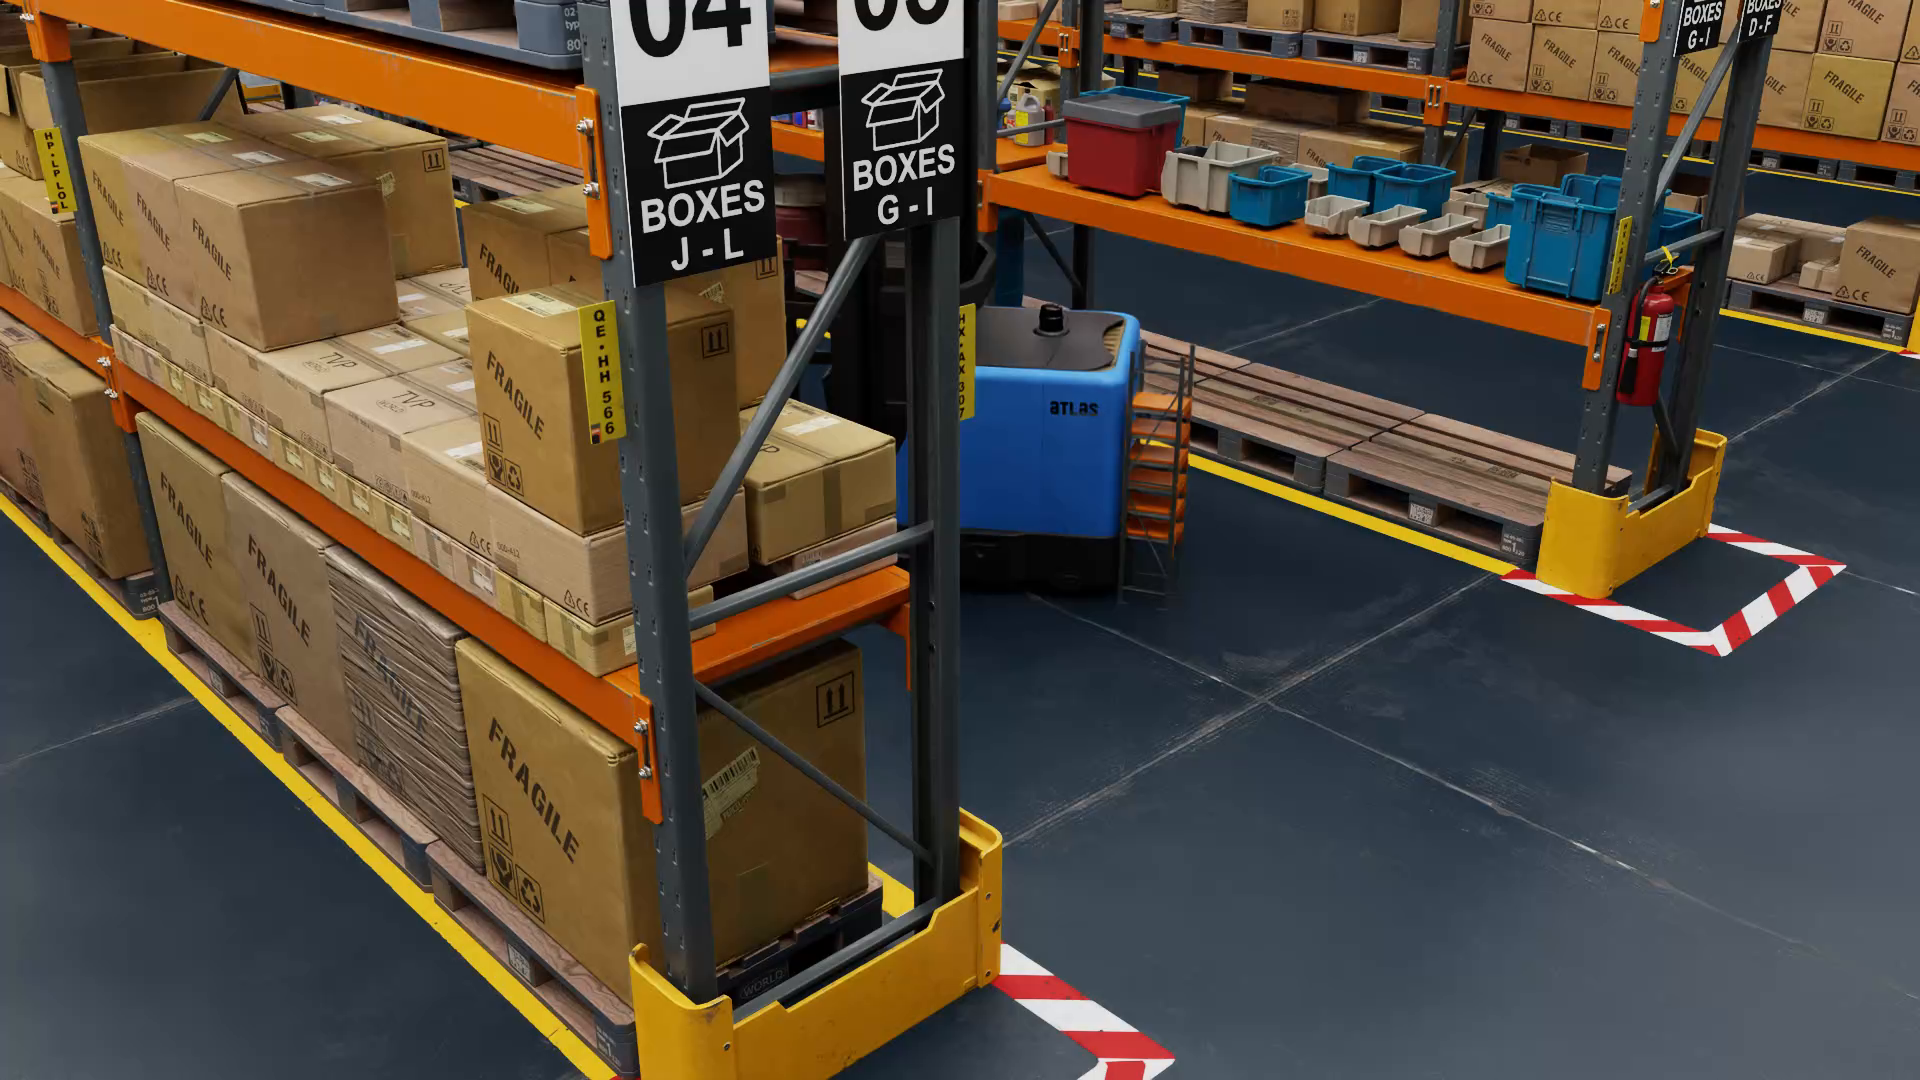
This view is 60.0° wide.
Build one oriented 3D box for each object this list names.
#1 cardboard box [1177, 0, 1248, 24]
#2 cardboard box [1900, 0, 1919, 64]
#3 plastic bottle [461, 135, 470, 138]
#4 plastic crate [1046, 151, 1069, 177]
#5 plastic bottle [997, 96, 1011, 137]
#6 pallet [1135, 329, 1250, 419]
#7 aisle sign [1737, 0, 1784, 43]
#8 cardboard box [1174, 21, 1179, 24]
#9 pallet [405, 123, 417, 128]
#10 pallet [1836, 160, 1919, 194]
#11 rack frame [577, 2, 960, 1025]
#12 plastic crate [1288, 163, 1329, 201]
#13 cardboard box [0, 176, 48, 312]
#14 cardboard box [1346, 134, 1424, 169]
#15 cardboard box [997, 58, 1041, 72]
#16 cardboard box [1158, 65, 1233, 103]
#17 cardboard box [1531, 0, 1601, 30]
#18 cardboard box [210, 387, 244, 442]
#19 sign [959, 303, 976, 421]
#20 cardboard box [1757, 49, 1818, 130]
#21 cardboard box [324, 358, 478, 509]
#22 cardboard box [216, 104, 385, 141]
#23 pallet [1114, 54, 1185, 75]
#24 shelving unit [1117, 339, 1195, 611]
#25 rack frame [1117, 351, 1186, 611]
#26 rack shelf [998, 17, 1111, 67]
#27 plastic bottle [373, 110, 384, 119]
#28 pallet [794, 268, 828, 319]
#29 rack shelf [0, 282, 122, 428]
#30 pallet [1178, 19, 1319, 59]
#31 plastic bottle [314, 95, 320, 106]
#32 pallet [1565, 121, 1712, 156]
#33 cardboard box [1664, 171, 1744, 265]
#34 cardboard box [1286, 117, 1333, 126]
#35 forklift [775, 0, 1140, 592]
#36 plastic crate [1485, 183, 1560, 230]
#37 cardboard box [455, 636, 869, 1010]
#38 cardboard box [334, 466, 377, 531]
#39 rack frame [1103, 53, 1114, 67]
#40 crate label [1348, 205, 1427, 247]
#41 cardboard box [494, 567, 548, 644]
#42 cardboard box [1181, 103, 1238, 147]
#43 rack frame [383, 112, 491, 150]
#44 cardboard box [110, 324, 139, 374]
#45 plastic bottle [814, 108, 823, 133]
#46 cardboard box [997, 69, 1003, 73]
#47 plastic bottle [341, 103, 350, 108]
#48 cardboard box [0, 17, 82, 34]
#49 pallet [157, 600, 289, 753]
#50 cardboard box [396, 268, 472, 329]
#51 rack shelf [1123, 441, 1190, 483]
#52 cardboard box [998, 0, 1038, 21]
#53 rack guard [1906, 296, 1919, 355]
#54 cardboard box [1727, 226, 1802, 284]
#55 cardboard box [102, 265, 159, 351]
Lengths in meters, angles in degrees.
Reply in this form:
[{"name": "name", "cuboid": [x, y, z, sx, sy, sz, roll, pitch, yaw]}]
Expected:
[{"name": "cardboard box", "cuboid": [2.359, -4.875, 14.695, 0.700, 0.500, 0.500, -15, 28, -29]}, {"name": "cardboard box", "cuboid": [6.324, -3.262, 10.461, 0.500, 0.500, 0.500, -22, 32, -39]}, {"name": "plastic bottle", "cuboid": [-4.889, -4.116, 16.415, 0.097, 0.271, 0.097, 0, 25, 0]}, {"name": "plastic crate", "cuboid": [0.690, -2.238, 9.788, 0.396, 0.136, 0.243, -21, 32, -38]}, {"name": "plastic bottle", "cuboid": [0.287, -2.786, 10.897, 0.097, 0.271, 0.097, 0, 25, 0]}, {"name": "pallet", "cuboid": [1.007, -1.032, 10.258, 1.003, 0.211, 1.213, -21, 32, -38]}, {"name": "aisle sign", "cuboid": [3.476, -2.546, 7.084, 0.394, 0.787, 0.004, -21, 32, -38]}, {"name": "cardboard box", "cuboid": [3.145, -6.449, 21.254, 0.700, 0.500, 0.500, -22, 32, -39]}, {"name": "pallet", "cuboid": [-6.258, -4.253, 17.317, 1.003, 0.211, 1.213, -21, 32, -38]}, {"name": "pallet", "cuboid": [9.009, -3.432, 15.519, 1.003, 0.211, 1.213, -21, 32, -38]}, {"name": "rack frame", "cuboid": [-0.405, 0.104, 4.407, 1.000, 3.000, 0.127, -21, 32, -38]}, {"name": "plastic crate", "cuboid": [1.886, -1.978, 9.216, 0.293, 0.136, 0.466, -21, 32, -38]}, {"name": "cardboard box", "cuboid": [-3.991, -1.369, 7.516, 0.500, 0.500, 0.500, -20, 31, -37]}, {"name": "cardboard box", "cuboid": [3.548, -3.048, 13.798, 0.500, 0.500, 0.500, -21, 32, -39]}, {"name": "cardboard box", "cuboid": [0.505, -4.878, 17.459, 0.500, 0.311, 0.500, -22, 33, -40]}, {"name": "cardboard box", "cuboid": [2.213, -4.300, 15.640, 0.500, 0.250, 0.500, -20, 31, -37]}, {"name": "cardboard box", "cuboid": [4.564, -4.038, 12.163, 0.500, 0.500, 0.500, -22, 33, -40]}, {"name": "cardboard box", "cuboid": [-2.464, -0.493, 6.020, 0.380, 0.149, 0.250, -22, 32, -39]}, {"name": "sign", "cuboid": [0.004, -0.481, 4.552, 0.100, 0.325, 0.005, -21, 32, -38]}, {"name": "cardboard box", "cuboid": [5.630, -3.118, 11.349, 0.500, 0.500, 0.500, -21, 32, -38]}, {"name": "cardboard box", "cuboid": [-1.624, -0.342, 5.208, 0.500, 0.250, 0.500, 22, 33, 40]}, {"name": "cardboard box", "cuboid": [-2.630, -1.452, 6.738, 0.500, 0.500, 0.500, -20, 31, -37]}, {"name": "pallet", "cuboid": [2.773, -6.243, 21.680, 1.003, 0.211, 1.213, -21, 32, -38]}, {"name": "shelving unit", "cuboid": [0.870, -0.278, 7.410, 0.258, 1.200, 0.189, 9, 25, 18]}, {"name": "rack frame", "cuboid": [0.839, -0.243, 7.331, 0.240, 1.200, 0.006, 9, 25, 18]}, {"name": "rack shelf", "cuboid": [-0.006, -5.407, 17.355, 1.077, 0.370, 4.000, -21, 32, -38]}, {"name": "plastic bottle", "cuboid": [-5.642, -4.045, 16.163, 0.144, 0.351, 0.185, -22, 33, -40]}, {"name": "pallet", "cuboid": [-0.859, -1.859, 12.071, 1.003, 0.211, 1.213, -21, 32, -38]}, {"name": "rack shelf", "cuboid": [-4.506, -1.386, 8.541, 1.077, 0.370, 4.000, -21, 32, -38]}, {"name": "pallet", "cuboid": [2.693, -4.453, 14.629, 1.003, 0.211, 1.213, -21, 32, -38]}, {"name": "plastic bottle", "cuboid": [-6.572, -4.401, 17.026, 0.061, 0.283, 0.133, -21, 32, -38]}, {"name": "pallet", "cuboid": [7.126, -4.267, 17.348, 1.003, 0.211, 1.213, -21, 32, -38]}, {"name": "cardboard box", "cuboid": [5.382, -2.413, 12.403, 0.797, 0.503, 0.637, -21, 32, -38]}, {"name": "cardboard box", "cuboid": [3.233, -3.507, 14.805, 0.500, 0.500, 0.500, -21, 32, -38]}, {"name": "forklift", "cuboid": [-0.680, -1.371, 7.723, 3.031, 2.935, 1.130, 4, 25, 9]}, {"name": "plastic crate", "cuboid": [2.832, -1.619, 8.315, 0.416, 0.233, 0.300, -21, 32, -38]}, {"name": "cardboard box", "cuboid": [-0.901, 0.709, 5.136, 0.875, 0.875, 0.875, -21, 32, -38]}, {"name": "cardboard box", "cuboid": [-1.766, -0.183, 5.340, 0.380, 0.149, 0.250, -21, 32, -38]}, {"name": "rack frame", "cuboid": [2.240, -7.747, 21.617, 1.000, 3.000, 0.127, -21, 32, -38]}, {"name": "crate label", "cuboid": [2.125, -1.573, 8.329, 0.396, 0.136, 0.243, -21, 32, -38]}, {"name": "cardboard box", "cuboid": [-1.068, 0.126, 4.662, 0.380, 0.149, 0.250, -21, 32, -38]}, {"name": "cardboard box", "cuboid": [2.164, -3.662, 15.145, 0.500, 0.500, 0.500, -22, 32, -39]}, {"name": "rack frame", "cuboid": [-4.992, -4.936, 15.456, 1.000, 3.000, 0.127, -21, 32, -38]}, {"name": "cardboard box", "cuboid": [-3.180, -0.809, 6.712, 0.380, 0.149, 0.250, -21, 32, -38]}, {"name": "plastic bottle", "cuboid": [-0.795, -2.823, 10.974, 0.152, 0.276, 0.367, -21, 32, -38]}, {"name": "cardboard box", "cuboid": [0.120, -4.722, 17.117, 0.500, 0.311, 0.500, -21, 32, -39]}, {"name": "plastic bottle", "cuboid": [-6.102, -4.217, 16.631, 0.152, 0.276, 0.135, -21, 32, -38]}, {"name": "cardboard box", "cuboid": [-4.942, -2.397, 8.561, 0.797, 0.503, 0.637, -20, 31, -37]}, {"name": "pallet", "cuboid": [-2.676, 0.414, 7.089, 1.003, 0.211, 1.213, -21, 32, -38]}, {"name": "cardboard box", "cuboid": [-1.941, -0.805, 6.222, 0.500, 0.250, 0.500, -20, 32, -37]}, {"name": "rack shelf", "cuboid": [0.871, -0.347, 7.379, 0.258, 0.103, 0.180, 9, 25, 18]}, {"name": "cardboard box", "cuboid": [0.544, -5.208, 16.355, 0.380, 0.149, 0.250, -21, 32, -38]}, {"name": "rack guard", "cuboid": [6.777, -1.590, 11.134, 1.175, 0.500, 0.348, -21, 32, -38]}, {"name": "cardboard box", "cuboid": [5.650, -2.045, 11.902, 0.500, 0.250, 0.500, -21, 32, -38]}, {"name": "cardboard box", "cuboid": [-3.009, -0.958, 6.558, 0.500, 0.250, 0.500, -22, 32, -39]}]
